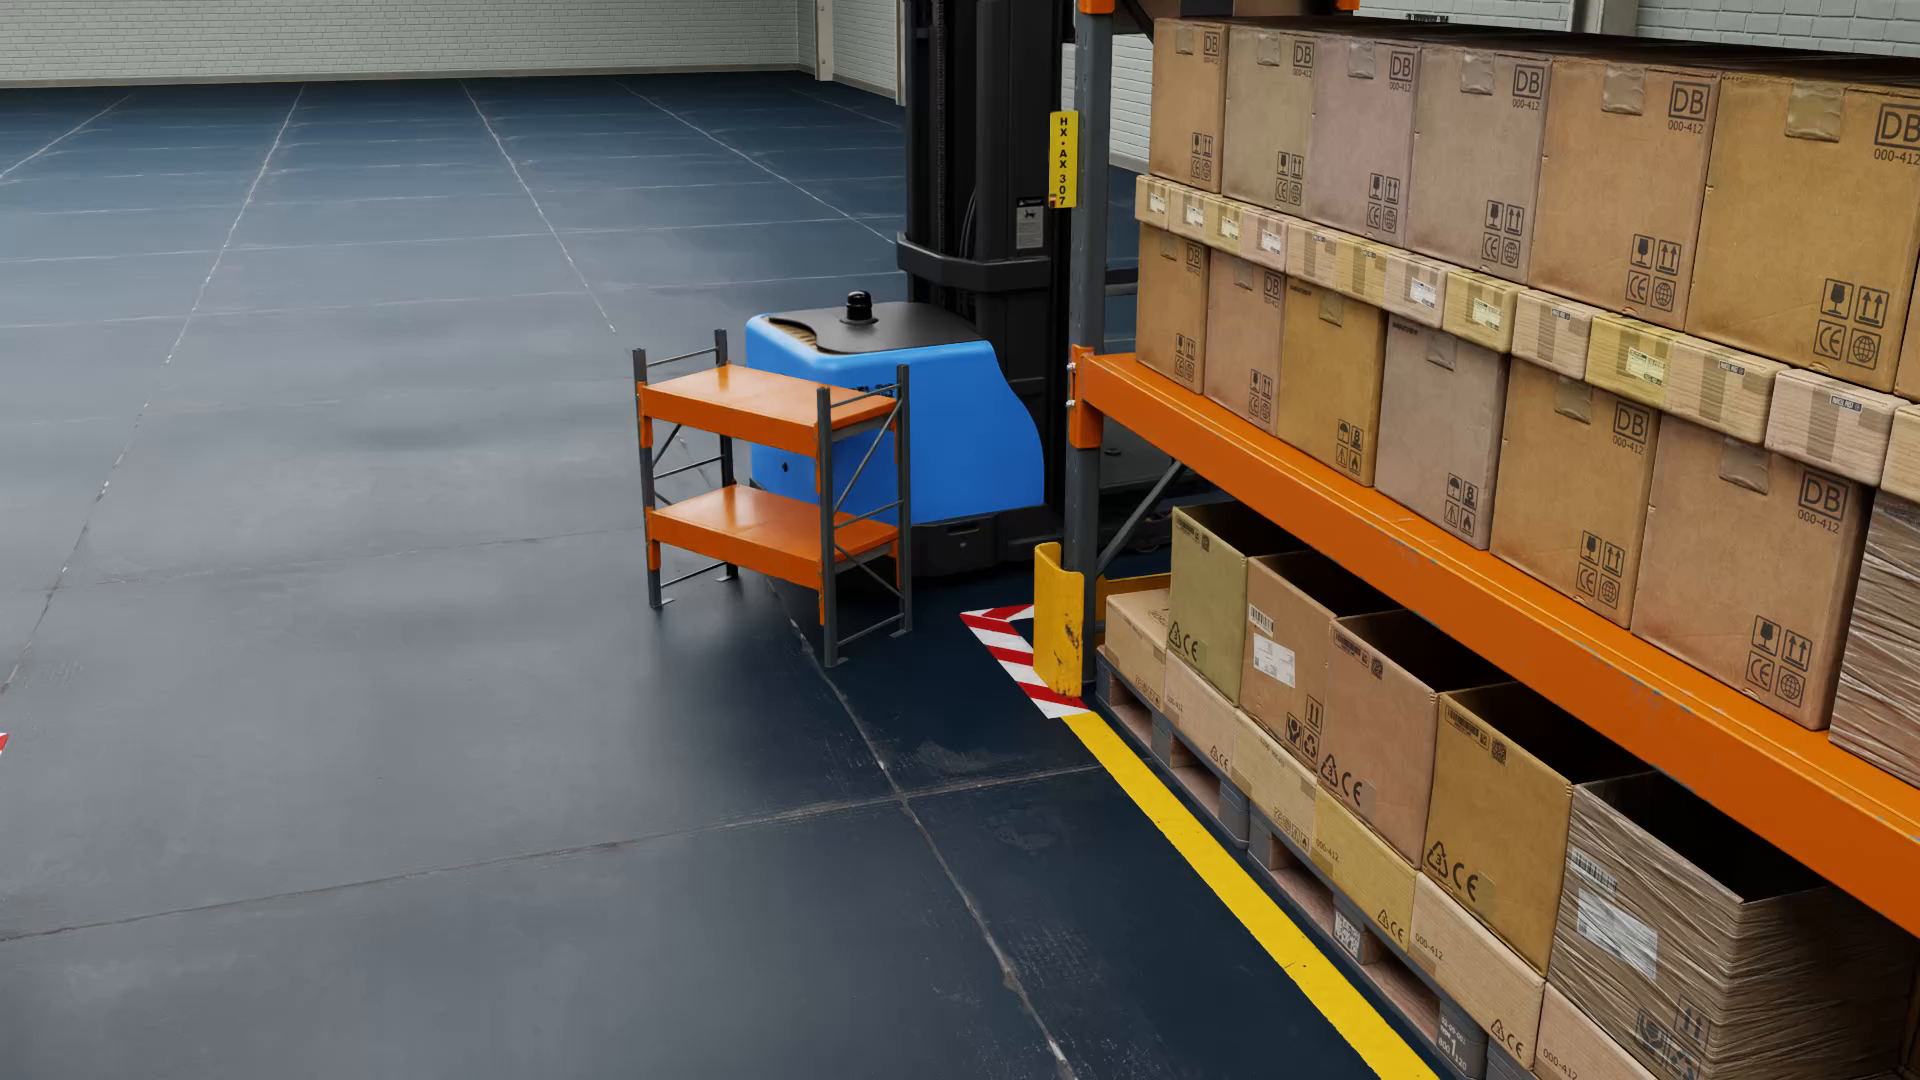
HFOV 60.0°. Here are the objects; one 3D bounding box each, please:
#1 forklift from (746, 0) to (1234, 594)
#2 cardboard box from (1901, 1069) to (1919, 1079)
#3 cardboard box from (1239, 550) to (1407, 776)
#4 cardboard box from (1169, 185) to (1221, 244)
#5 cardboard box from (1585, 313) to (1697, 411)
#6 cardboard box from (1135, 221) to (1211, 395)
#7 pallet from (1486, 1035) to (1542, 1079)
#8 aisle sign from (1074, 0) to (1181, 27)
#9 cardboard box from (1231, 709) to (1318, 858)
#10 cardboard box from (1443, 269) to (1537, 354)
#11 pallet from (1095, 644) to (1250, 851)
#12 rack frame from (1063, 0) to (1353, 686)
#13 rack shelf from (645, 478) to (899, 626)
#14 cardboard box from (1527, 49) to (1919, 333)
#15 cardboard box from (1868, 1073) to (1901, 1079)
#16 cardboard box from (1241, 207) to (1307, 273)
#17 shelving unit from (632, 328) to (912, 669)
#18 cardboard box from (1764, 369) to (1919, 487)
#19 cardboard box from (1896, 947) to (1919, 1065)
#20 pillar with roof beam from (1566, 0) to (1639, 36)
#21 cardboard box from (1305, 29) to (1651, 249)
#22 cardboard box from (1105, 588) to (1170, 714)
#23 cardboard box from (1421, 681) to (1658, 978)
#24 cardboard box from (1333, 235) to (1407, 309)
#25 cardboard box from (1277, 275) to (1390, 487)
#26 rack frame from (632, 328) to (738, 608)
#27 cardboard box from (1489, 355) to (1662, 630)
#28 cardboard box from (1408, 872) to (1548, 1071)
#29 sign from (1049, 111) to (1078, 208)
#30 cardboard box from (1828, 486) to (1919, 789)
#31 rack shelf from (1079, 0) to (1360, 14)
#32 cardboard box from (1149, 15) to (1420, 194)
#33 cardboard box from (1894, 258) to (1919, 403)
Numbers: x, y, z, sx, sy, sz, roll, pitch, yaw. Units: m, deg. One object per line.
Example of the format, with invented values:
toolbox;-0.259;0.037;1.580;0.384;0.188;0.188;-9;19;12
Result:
forklift;0.564;-1.469;7.671;3.031;2.935;1.130;-9;22;-24
cardboard box;2.284;1.277;3.371;0.500;0.250;0.500;-6;21;-17
cardboard box;1.171;0.336;4.880;0.500;0.500;0.500;-6;21;-17
cardboard box;0.890;-1.042;5.271;0.380;0.149;0.250;-7;21;-19
cardboard box;1.535;-0.382;3.436;0.380;0.149;0.250;-6;21;-17
cardboard box;1.020;-0.818;5.609;0.700;0.500;0.500;-6;21;-17
pallet;1.932;1.414;3.668;1.003;0.211;1.213;-6;21;-17
aisle sign;0.574;-2.134;5.576;0.394;0.787;0.004;-6;21;-17
cardboard box;1.160;0.690;5.004;0.500;0.250;0.500;-6;21;-17
cardboard box;1.370;-0.548;3.898;0.380;0.149;0.250;-6;21;-15
pallet;1.165;0.631;5.848;1.003;0.211;1.213;-6;21;-17
rack frame;0.885;-0.922;6.047;1.000;3.000;0.127;-6;21;-17
rack shelf;-0.764;0.030;6.892;1.000;0.278;0.538;15;25;36
cardboard box;1.680;-0.761;3.531;0.700;0.500;0.500;-6;21;-17
cardboard box;1.789;1.332;3.217;0.500;0.250;0.500;-6;21;-17
cardboard box;1.044;-0.880;4.822;0.380;0.149;0.250;-7;21;-18
shelving unit;-0.764;-0.200;6.809;1.048;1.125;0.538;15;25;36
cardboard box;1.693;-0.219;2.981;0.380;0.149;0.250;-7;21;-19
cardboard box;2.129;0.763;3.692;0.500;0.500;0.500;-6;21;-17
pillar with roof beam;0.655;-5.609;10.219;9.100;9.000;0.400;-6;21;-17
cardboard box;1.366;-1.082;4.425;0.700;0.500;0.500;-6;21;-17
cardboard box;0.842;0.370;5.896;0.500;0.250;0.500;-6;21;-17
cardboard box;1.482;0.657;3.986;0.500;0.500;0.500;-6;21;-17
cardboard box;1.211;-0.713;4.356;0.380;0.149;0.250;-7;21;-18
cardboard box;1.340;-0.490;4.696;0.700;0.500;0.500;-6;21;-17
rack frame;-1.163;-0.306;7.105;0.032;1.125;0.500;15;25;36
cardboard box;1.671;-0.158;3.770;0.700;0.500;0.500;-6;21;-16
cardboard box;1.470;1.012;4.109;0.500;0.250;0.500;-6;21;-17
sign;0.356;-1.310;5.729;0.100;0.325;0.005;-6;21;-17
cardboard box;1.997;0.172;2.851;0.700;0.500;0.500;-7;21;-19
rack shelf;1.514;-1.354;3.875;1.077;0.370;4.000;-6;21;-17
cardboard box;1.036;-1.412;5.343;0.700;0.500;0.500;-6;21;-17
cardboard box;1.997;-0.438;2.632;0.700;0.500;0.500;-6;21;-17
